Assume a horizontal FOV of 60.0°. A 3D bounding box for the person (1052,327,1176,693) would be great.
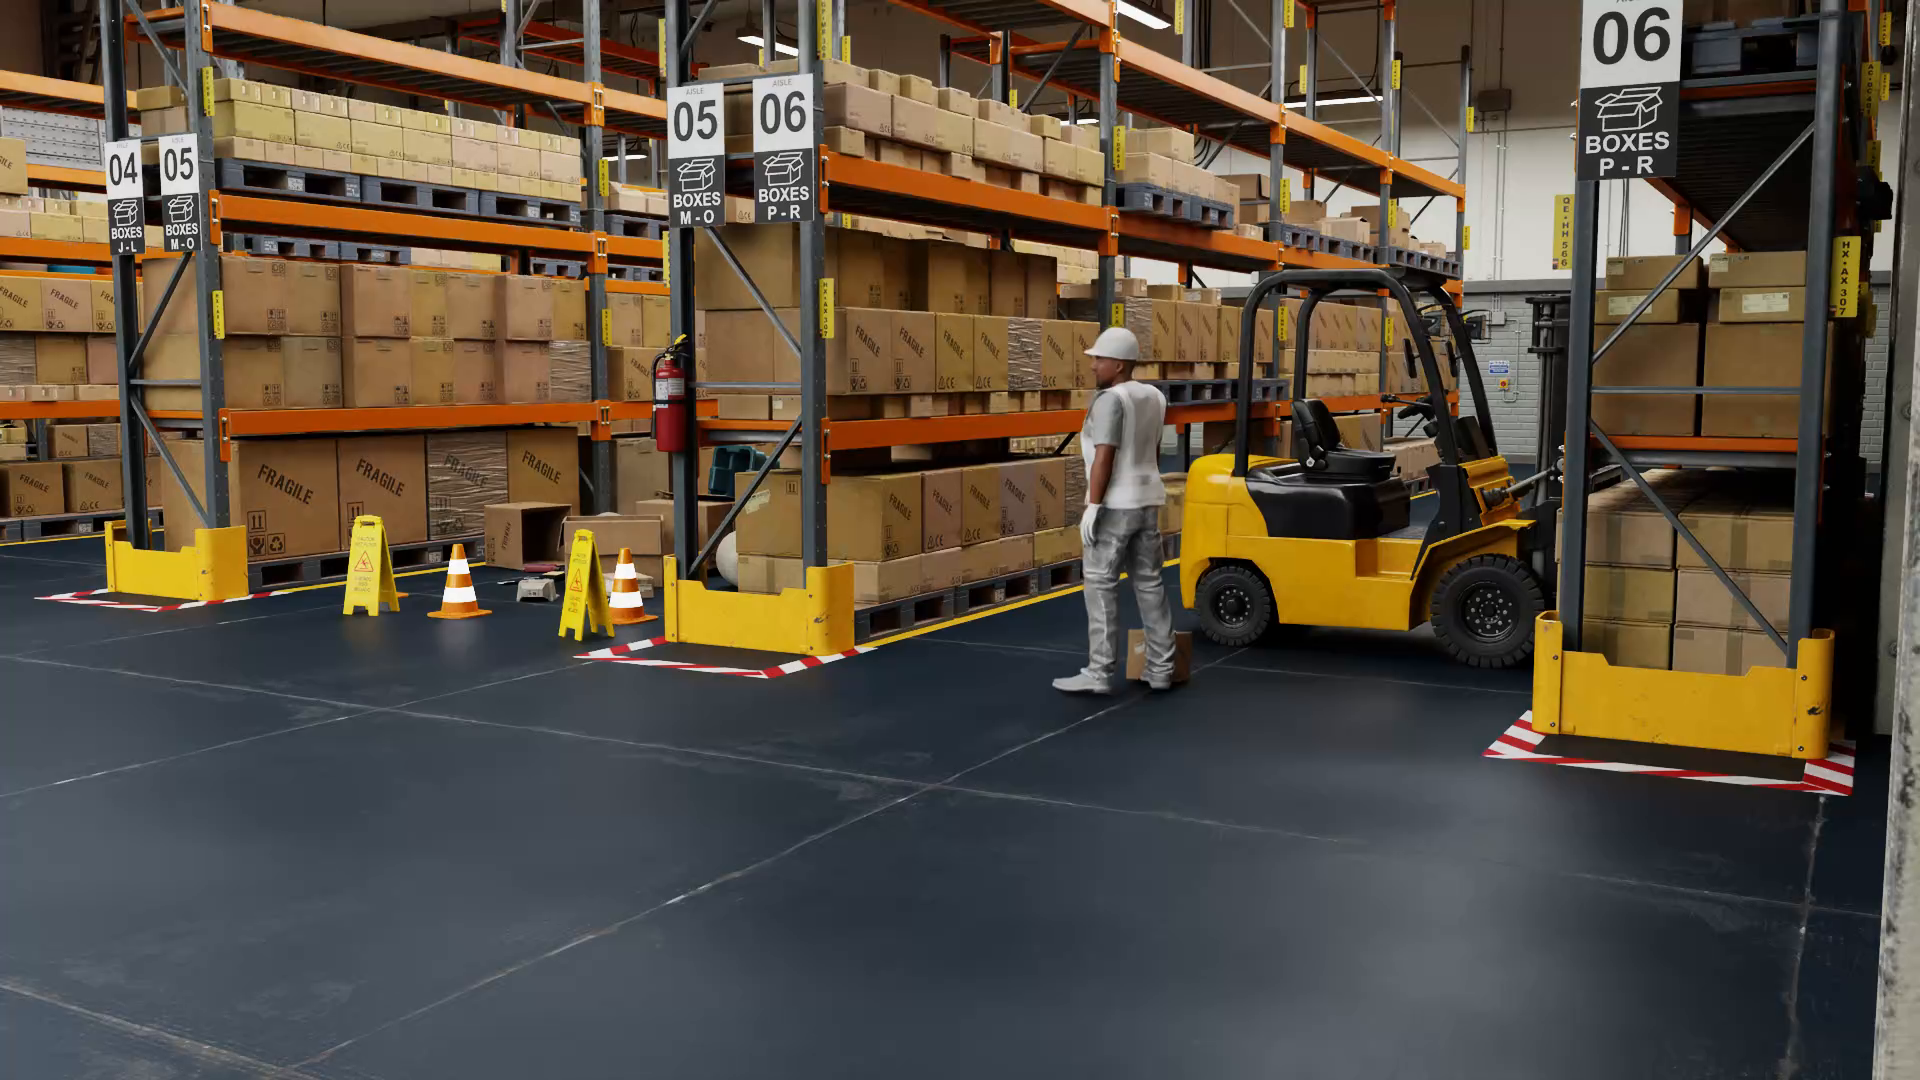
[{"bbox_3d":[0.789,-0.146,8.200,0.483,1.791,0.581,5,8,42],"label":"person"}]
